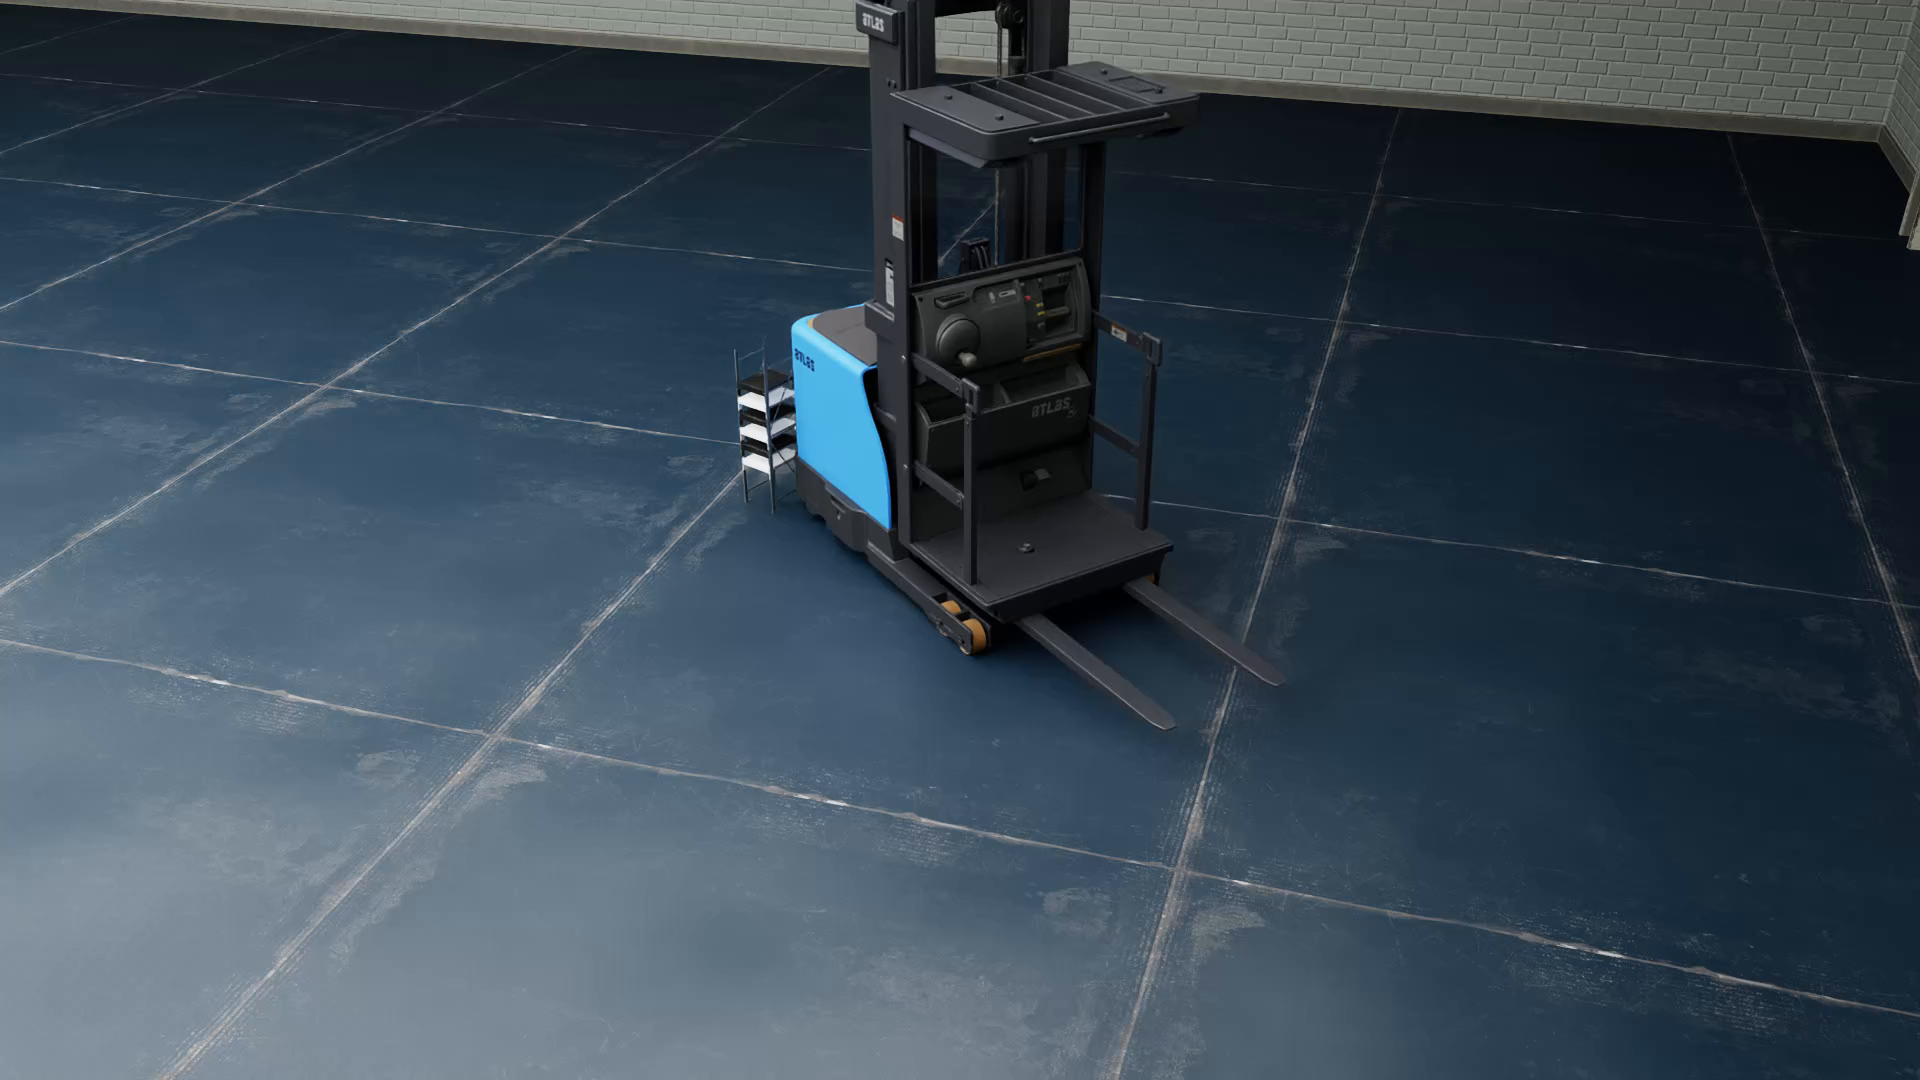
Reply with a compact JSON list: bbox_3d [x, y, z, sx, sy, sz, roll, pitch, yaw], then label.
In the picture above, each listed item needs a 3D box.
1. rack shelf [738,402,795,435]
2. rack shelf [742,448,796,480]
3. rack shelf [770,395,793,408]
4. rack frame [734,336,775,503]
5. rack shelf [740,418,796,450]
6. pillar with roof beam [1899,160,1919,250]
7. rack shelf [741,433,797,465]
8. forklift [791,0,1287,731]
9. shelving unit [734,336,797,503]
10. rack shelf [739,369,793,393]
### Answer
[{"bbox_3d":[-1.024,-0.665,8.903,0.200,0.077,0.258,20,35,32],"label":"rack shelf"},{"bbox_3d":[-1.024,-0.429,9.035,0.200,0.077,0.258,20,35,32],"label":"rack shelf"},{"bbox_3d":[-1.024,-0.757,8.852,0.184,0.015,0.199,20,35,32],"label":"rack shelf"},{"bbox_3d":[-1.105,-0.645,8.984,0.006,0.900,0.240,20,35,32],"label":"rack frame"},{"bbox_3d":[-1.024,-0.587,8.947,0.200,0.077,0.258,20,35,32],"label":"rack shelf"},{"bbox_3d":[3.368,-6.852,11.811,9.100,9.000,0.400,8,30,15],"label":"pillar with roof beam"},{"bbox_3d":[-1.024,-0.508,8.991,0.200,0.077,0.258,20,35,32],"label":"rack shelf"},{"bbox_3d":[0.324,-0.978,7.559,1.129,2.867,3.031,-17,33,-28],"label":"forklift"},{"bbox_3d":[-1.026,-0.616,8.932,0.205,0.900,0.258,20,35,32],"label":"shelving unit"},{"bbox_3d":[-1.024,-0.840,8.806,0.190,0.026,0.221,20,35,32],"label":"rack shelf"}]
